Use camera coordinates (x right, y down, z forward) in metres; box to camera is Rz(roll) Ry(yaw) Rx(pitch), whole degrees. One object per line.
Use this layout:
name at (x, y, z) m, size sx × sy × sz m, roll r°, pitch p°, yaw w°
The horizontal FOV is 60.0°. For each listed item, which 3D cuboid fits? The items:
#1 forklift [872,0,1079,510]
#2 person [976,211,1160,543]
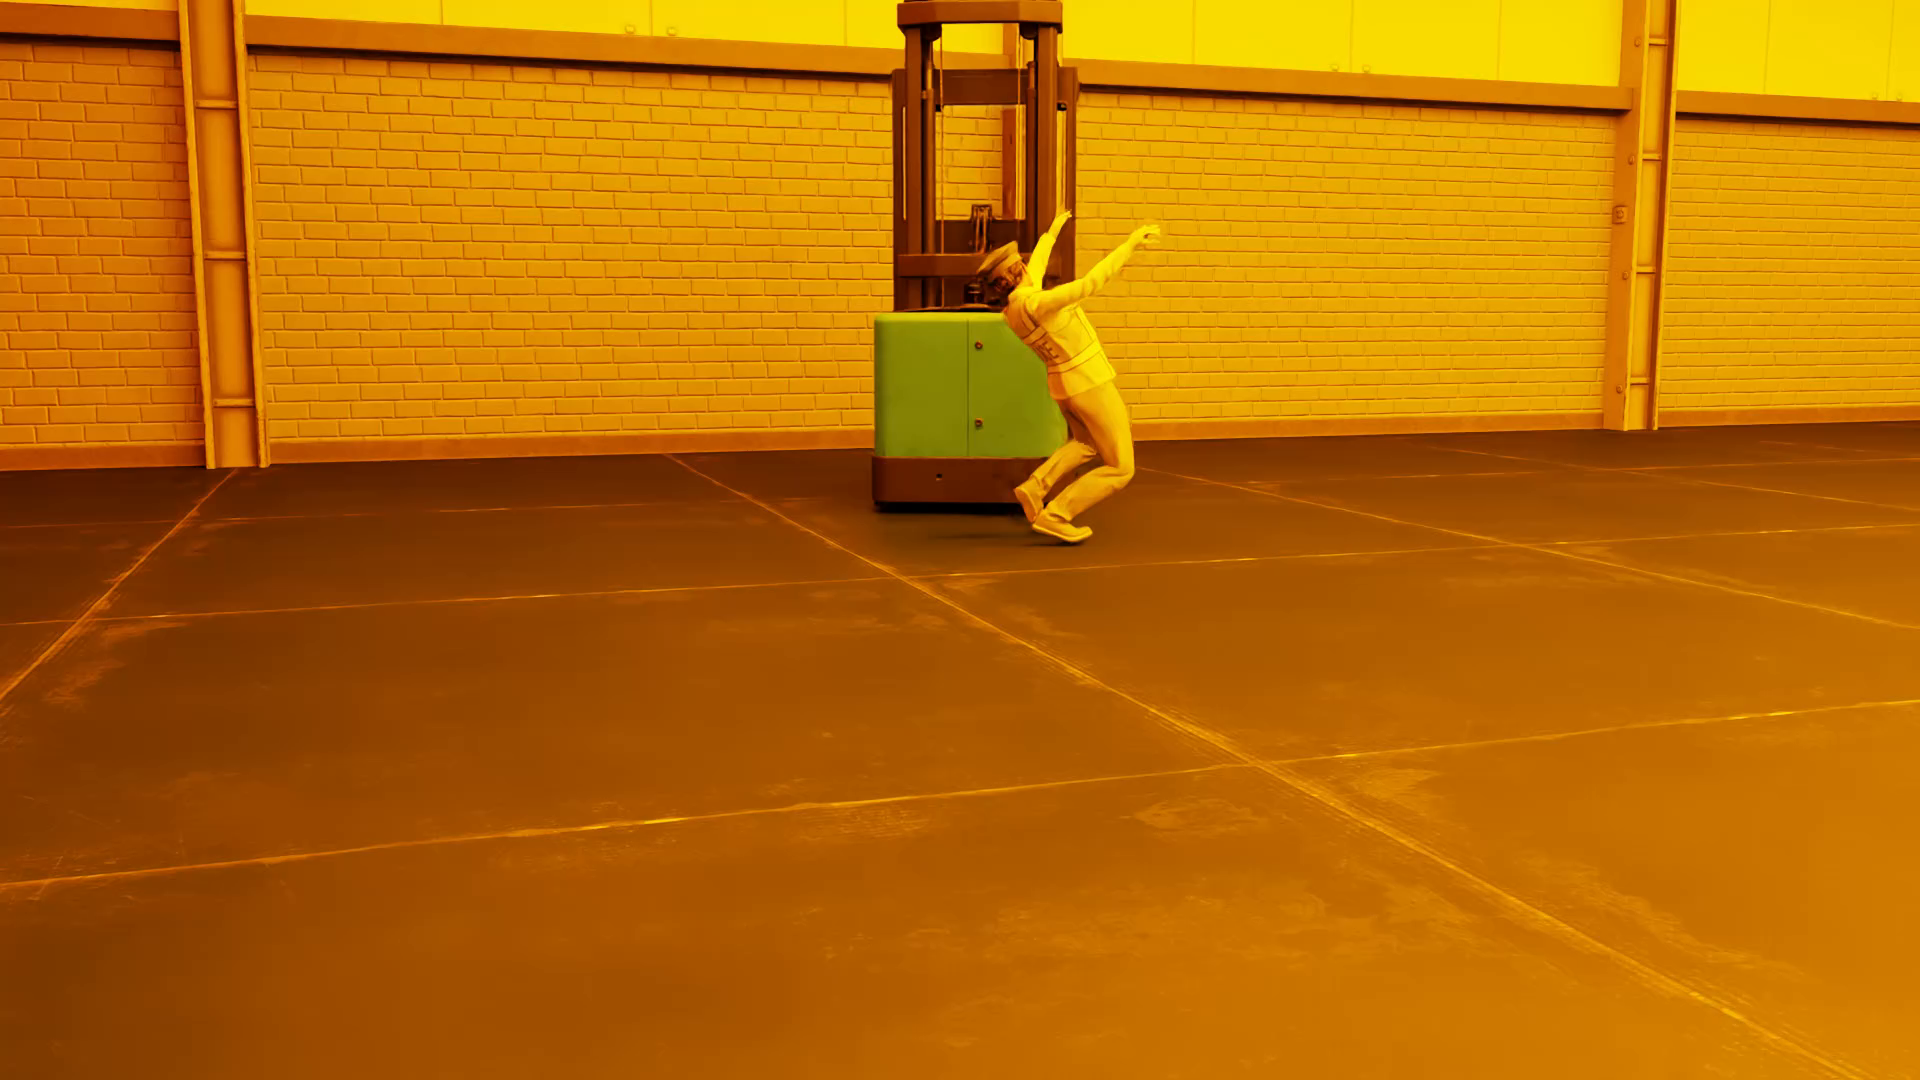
forklift at (0.166, -1.782, 10.154) m, size 1.130 × 2.935 × 3.031 m, roll 1°, pitch 8°, yaw 5°
person at (0.453, -0.771, 7.757) m, size 0.724 × 1.553 × 0.907 m, roll -3°, pitch 8°, yaw -18°
